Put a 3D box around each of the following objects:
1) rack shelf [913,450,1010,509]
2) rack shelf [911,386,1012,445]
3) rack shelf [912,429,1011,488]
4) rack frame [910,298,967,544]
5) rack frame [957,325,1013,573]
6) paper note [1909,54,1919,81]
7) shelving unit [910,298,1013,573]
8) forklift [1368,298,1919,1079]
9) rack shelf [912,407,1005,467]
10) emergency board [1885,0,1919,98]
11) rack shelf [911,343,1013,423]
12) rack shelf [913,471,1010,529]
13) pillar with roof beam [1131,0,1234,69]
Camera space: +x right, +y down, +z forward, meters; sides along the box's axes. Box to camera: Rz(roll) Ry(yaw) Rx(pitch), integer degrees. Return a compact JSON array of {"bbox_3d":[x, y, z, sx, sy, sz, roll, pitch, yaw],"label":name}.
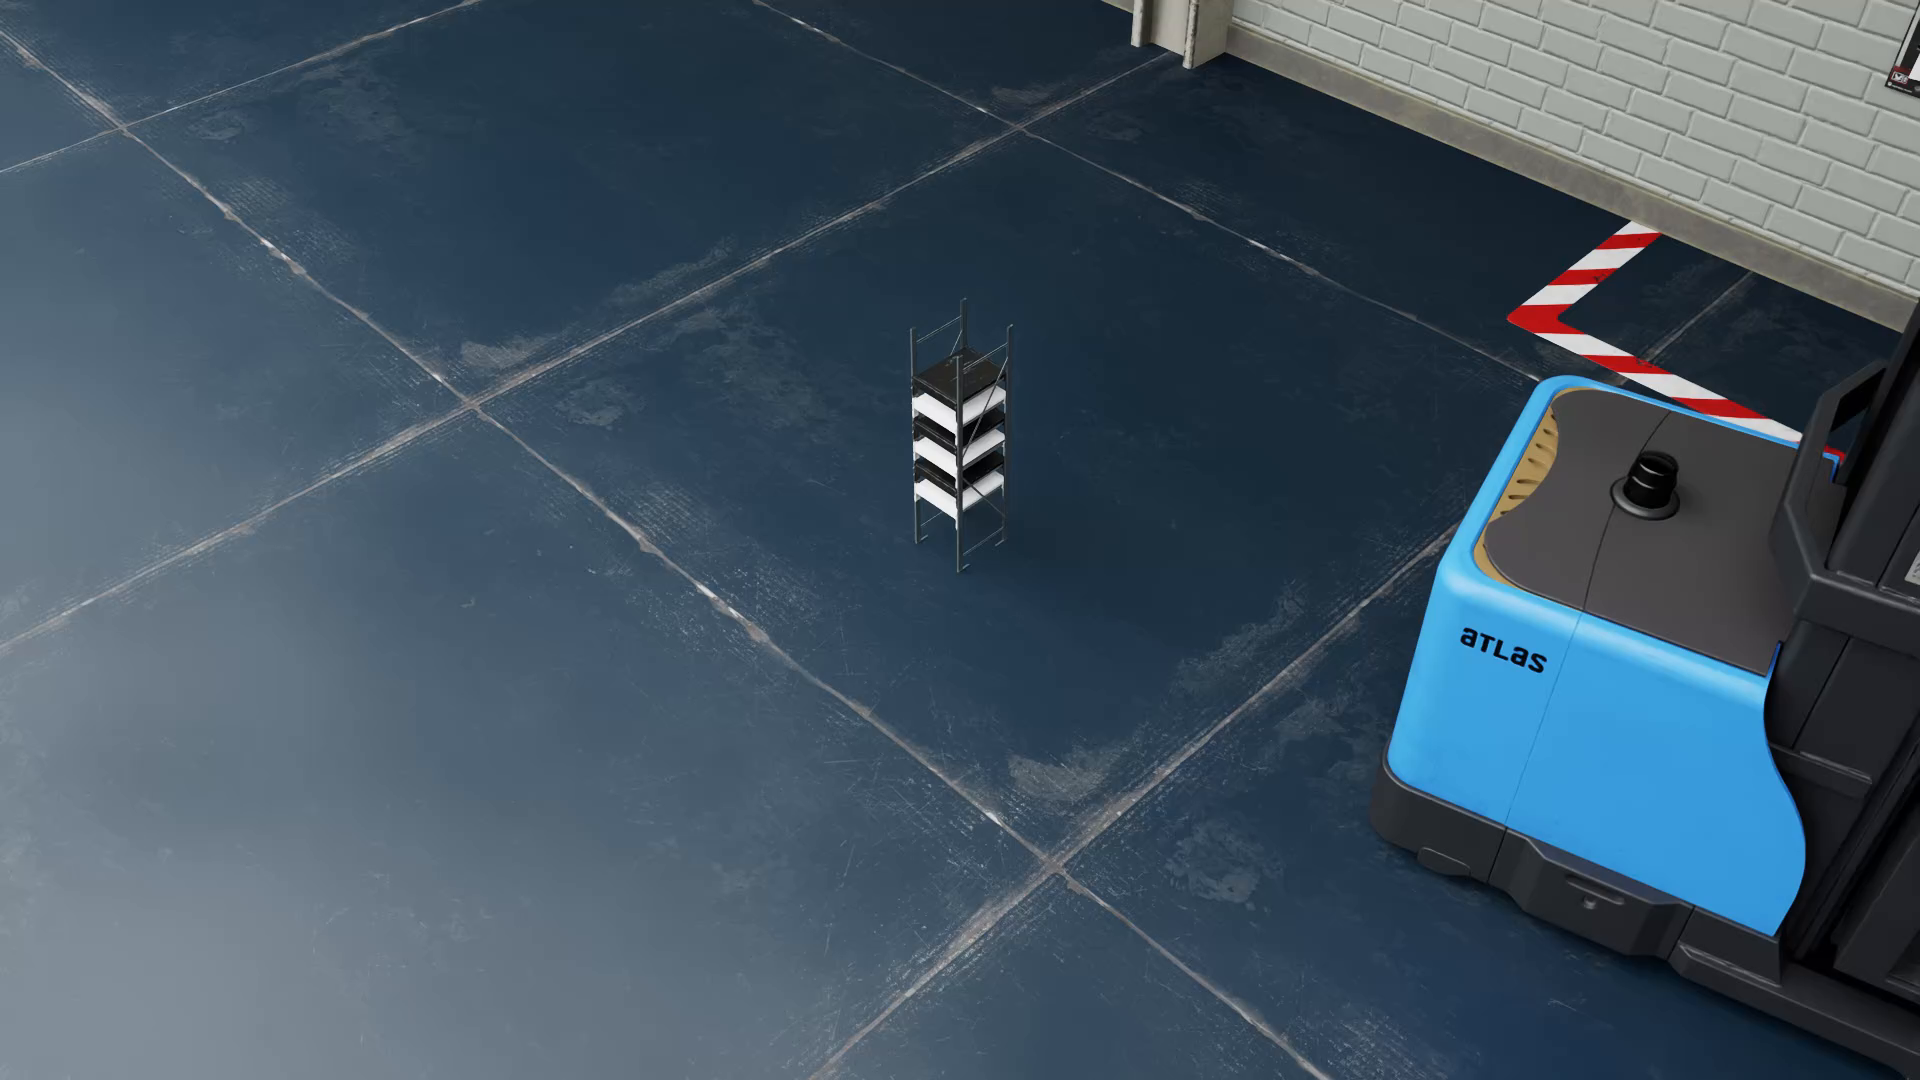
[{"bbox_3d":[0.006,-0.236,5.524,0.258,0.077,0.200,-34,53,-31],"label":"rack shelf"},{"bbox_3d":[0.006,-0.434,5.341,0.258,0.077,0.200,-34,53,-31],"label":"rack shelf"},{"bbox_3d":[0.006,-0.302,5.463,0.258,0.077,0.200,-34,53,-31],"label":"rack shelf"},{"bbox_3d":[-0.066,-0.375,5.493,0.240,0.900,0.006,-34,53,-31],"label":"rack frame"},{"bbox_3d":[0.078,-0.278,5.388,0.240,0.900,0.006,-34,53,-31],"label":"rack frame"},{"bbox_3d":[3.562,-1.732,6.064,0.016,0.148,0.142,-34,53,-31],"label":"paper note"},{"bbox_3d":[0.006,-0.327,5.440,0.258,0.900,0.210,-34,53,-31],"label":"shelving unit"},{"bbox_3d":[2.706,0.014,3.575,3.031,2.935,1.130,22,47,22],"label":"forklift"},{"bbox_3d":[0.006,-0.368,5.402,0.258,0.077,0.200,-34,53,-31],"label":"rack shelf"},{"bbox_3d":[3.644,-1.951,5.651,0.157,1.169,0.626,-34,53,-31],"label":"emergency board"},{"bbox_3d":[0.006,-0.500,5.280,0.258,0.077,0.200,-34,53,-31],"label":"rack shelf"},{"bbox_3d":[0.006,-0.170,5.585,0.258,0.077,0.200,-34,53,-31],"label":"rack shelf"},{"bbox_3d":[-1.929,-3.755,3.183,9.100,9.000,0.400,-34,53,-31],"label":"pillar with roof beam"}]
